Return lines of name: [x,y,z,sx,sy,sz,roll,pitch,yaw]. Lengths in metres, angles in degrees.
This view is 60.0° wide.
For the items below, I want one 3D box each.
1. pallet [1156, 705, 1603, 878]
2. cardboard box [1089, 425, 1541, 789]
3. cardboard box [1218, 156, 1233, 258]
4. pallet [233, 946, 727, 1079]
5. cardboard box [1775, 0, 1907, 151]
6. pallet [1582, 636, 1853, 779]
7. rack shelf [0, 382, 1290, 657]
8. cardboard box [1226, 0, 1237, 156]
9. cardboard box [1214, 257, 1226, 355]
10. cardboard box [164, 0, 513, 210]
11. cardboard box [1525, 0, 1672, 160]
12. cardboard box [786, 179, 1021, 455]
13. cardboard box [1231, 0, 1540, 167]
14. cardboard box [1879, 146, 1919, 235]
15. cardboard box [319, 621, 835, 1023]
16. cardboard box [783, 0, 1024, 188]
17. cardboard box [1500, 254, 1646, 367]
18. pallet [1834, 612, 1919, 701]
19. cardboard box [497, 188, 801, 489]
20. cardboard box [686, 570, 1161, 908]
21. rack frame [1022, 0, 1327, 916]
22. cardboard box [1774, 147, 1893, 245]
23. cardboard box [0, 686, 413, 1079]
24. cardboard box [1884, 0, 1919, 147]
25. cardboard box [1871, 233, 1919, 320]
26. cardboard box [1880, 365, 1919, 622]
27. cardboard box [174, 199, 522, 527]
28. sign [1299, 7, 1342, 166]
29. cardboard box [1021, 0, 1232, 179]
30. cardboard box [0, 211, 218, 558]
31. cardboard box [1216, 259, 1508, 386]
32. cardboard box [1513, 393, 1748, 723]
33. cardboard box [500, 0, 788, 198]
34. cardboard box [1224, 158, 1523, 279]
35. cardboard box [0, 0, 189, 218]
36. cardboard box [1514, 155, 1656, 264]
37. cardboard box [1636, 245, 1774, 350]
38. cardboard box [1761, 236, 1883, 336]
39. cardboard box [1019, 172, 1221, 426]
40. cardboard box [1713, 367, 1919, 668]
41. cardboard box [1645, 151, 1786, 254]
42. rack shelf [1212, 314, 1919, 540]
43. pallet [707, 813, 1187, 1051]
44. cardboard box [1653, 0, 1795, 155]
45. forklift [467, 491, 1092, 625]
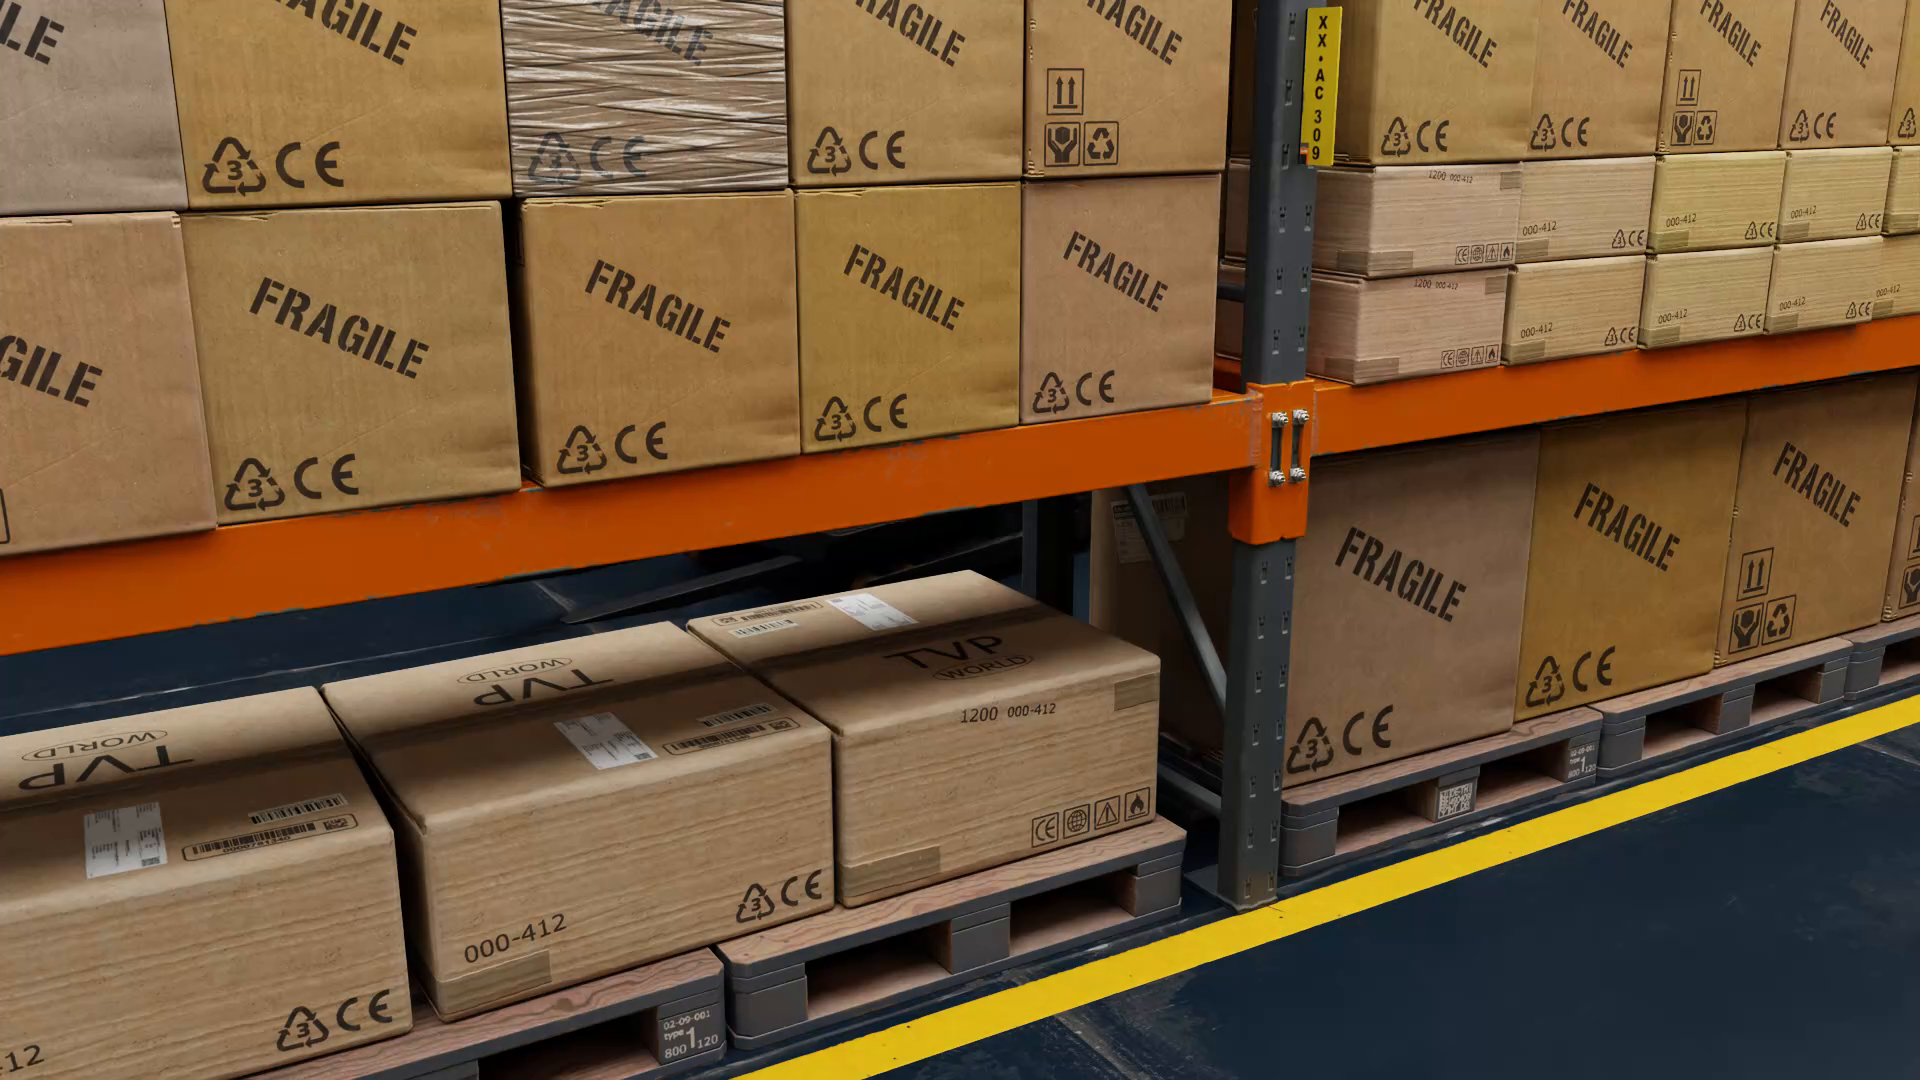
pallet: [1.106,0.576,4.963,1.213,0.211,1.003,-9,18,-30]
cardboard box: [0.974,0.074,4.745,0.875,0.875,0.875,-9,18,-28]
cardboard box: [0.737,-0.928,4.514,0.500,0.250,0.500,-9,18,-30]
pallet: [-1.255,0.959,3.597,1.213,0.211,1.003,-9,18,-30]
cardboard box: [2.302,-1.386,4.758,0.500,0.500,0.500,-10,18,-31]
pallet: [2.153,0.406,5.572,1.213,0.211,1.003,-9,18,-30]
rack shelf: [-1.231,-0.017,3.247,4.000,0.370,1.077,-9,18,-30]
cardboard box: [0.737,-1.292,4.422,0.500,0.500,0.500,-9,18,-28]
cardboard box: [0.738,-0.690,4.593,0.500,0.250,0.500,-10,18,-31]
cardboard box: [-1.083,-0.832,2.784,0.500,0.500,0.500,-9,18,-29]
cardboard box: [1.431,-1.243,4.249,0.500,0.500,0.500,-9,18,-30]
cardboard box: [-0.220,-0.493,3.428,0.500,0.500,0.500,-10,18,-31]
cardboard box: [1.009,-1.166,3.974,0.500,0.500,0.500,-9,18,-29]
cardboard box: [2.762,-1.092,5.100,0.500,0.250,0.500,-10,18,-31]
cardboard box: [-0.877,0.577,3.764,0.875,0.438,0.875,-10,18,-31]
cardboard box: [-0.218,-0.973,3.287,0.500,0.500,0.500,-10,18,-31]
cardboard box: [1.440,-0.642,4.420,0.500,0.250,0.500,-10,18,-31]
pallet: [3.198,0.237,6.173,1.213,0.211,1.003,-9,18,-30]
cardboard box: [-0.644,-0.420,3.166,0.500,0.500,0.500,-10,18,-31]
cardboard box: [-0.110,0.452,4.208,0.875,0.438,0.875,-10,18,-31]
rack frame: [0.484,-0.642,4.142,0.127,3.000,1.000,-9,18,-30]
cardboard box: [2.317,-1.020,4.842,0.500,0.250,0.500,-10,18,-31]
cardboard box: [-1.651,0.702,3.318,0.875,0.438,0.875,-9,18,-28]
cardboard box: [2.739,-1.454,5.003,0.500,0.500,0.500,-9,18,-30]
cardboard box: [2.743,-0.854,5.178,0.500,0.250,0.500,-9,18,-30]
cardboard box: [3.278,-0.300,6.081,0.875,0.875,0.875,-9,18,-30]
cardboard box: [-1.100,-0.351,2.919,0.500,0.500,0.500,-9,18,-28]
sign: [0.771,-0.969,3.557,0.005,0.325,0.100,-9,18,-30]
cardboard box: [0.222,-1.042,3.531,0.500,0.500,0.500,-9,18,-30]
cardboard box: [-1.521,-0.277,2.657,0.500,0.500,0.500,-9,18,-30]
cardboard box: [0.997,-0.570,4.162,0.500,0.250,0.500,-10,18,-31]
cardboard box: [1.744,-0.053,5.200,0.875,0.875,0.875,-9,18,-28]
cardboard box: [-0.649,-0.900,3.026,0.500,0.500,0.500,-9,18,-29]
cardboard box: [1.006,-0.806,4.080,0.500,0.250,0.500,-10,18,-31]
cardboard box: [-1.510,-0.763,2.536,0.500,0.500,0.500,-9,18,-30]
cardboard box: [1.439,-0.885,4.362,0.500,0.250,0.500,-9,18,-29]
cardboard box: [1.887,-0.709,4.661,0.500,0.250,0.500,-9,18,-30]
cardboard box: [2.321,-0.777,4.901,0.500,0.250,0.500,-10,18,-31]
cardboard box: [0.218,-0.566,3.687,0.500,0.500,0.500,-9,18,-29]
cardboard box: [2.511,-0.177,5.643,0.875,0.875,0.875,-9,18,-29]
cardboard box: [1.885,-0.949,4.590,0.500,0.250,0.500,-9,18,-29]
rack shelf: [2.198,-0.573,5.231,4.000,0.370,1.077,-9,18,-30]
pallet: [-0.208,0.789,4.206,1.213,0.211,1.003,-9,18,-30]
cardboard box: [1.862,-1.312,4.496,0.500,0.500,0.500,-10,18,-31]
forklift: [-0.515,-1.274,6.525,1.130,2.935,3.031,14,21,41]
